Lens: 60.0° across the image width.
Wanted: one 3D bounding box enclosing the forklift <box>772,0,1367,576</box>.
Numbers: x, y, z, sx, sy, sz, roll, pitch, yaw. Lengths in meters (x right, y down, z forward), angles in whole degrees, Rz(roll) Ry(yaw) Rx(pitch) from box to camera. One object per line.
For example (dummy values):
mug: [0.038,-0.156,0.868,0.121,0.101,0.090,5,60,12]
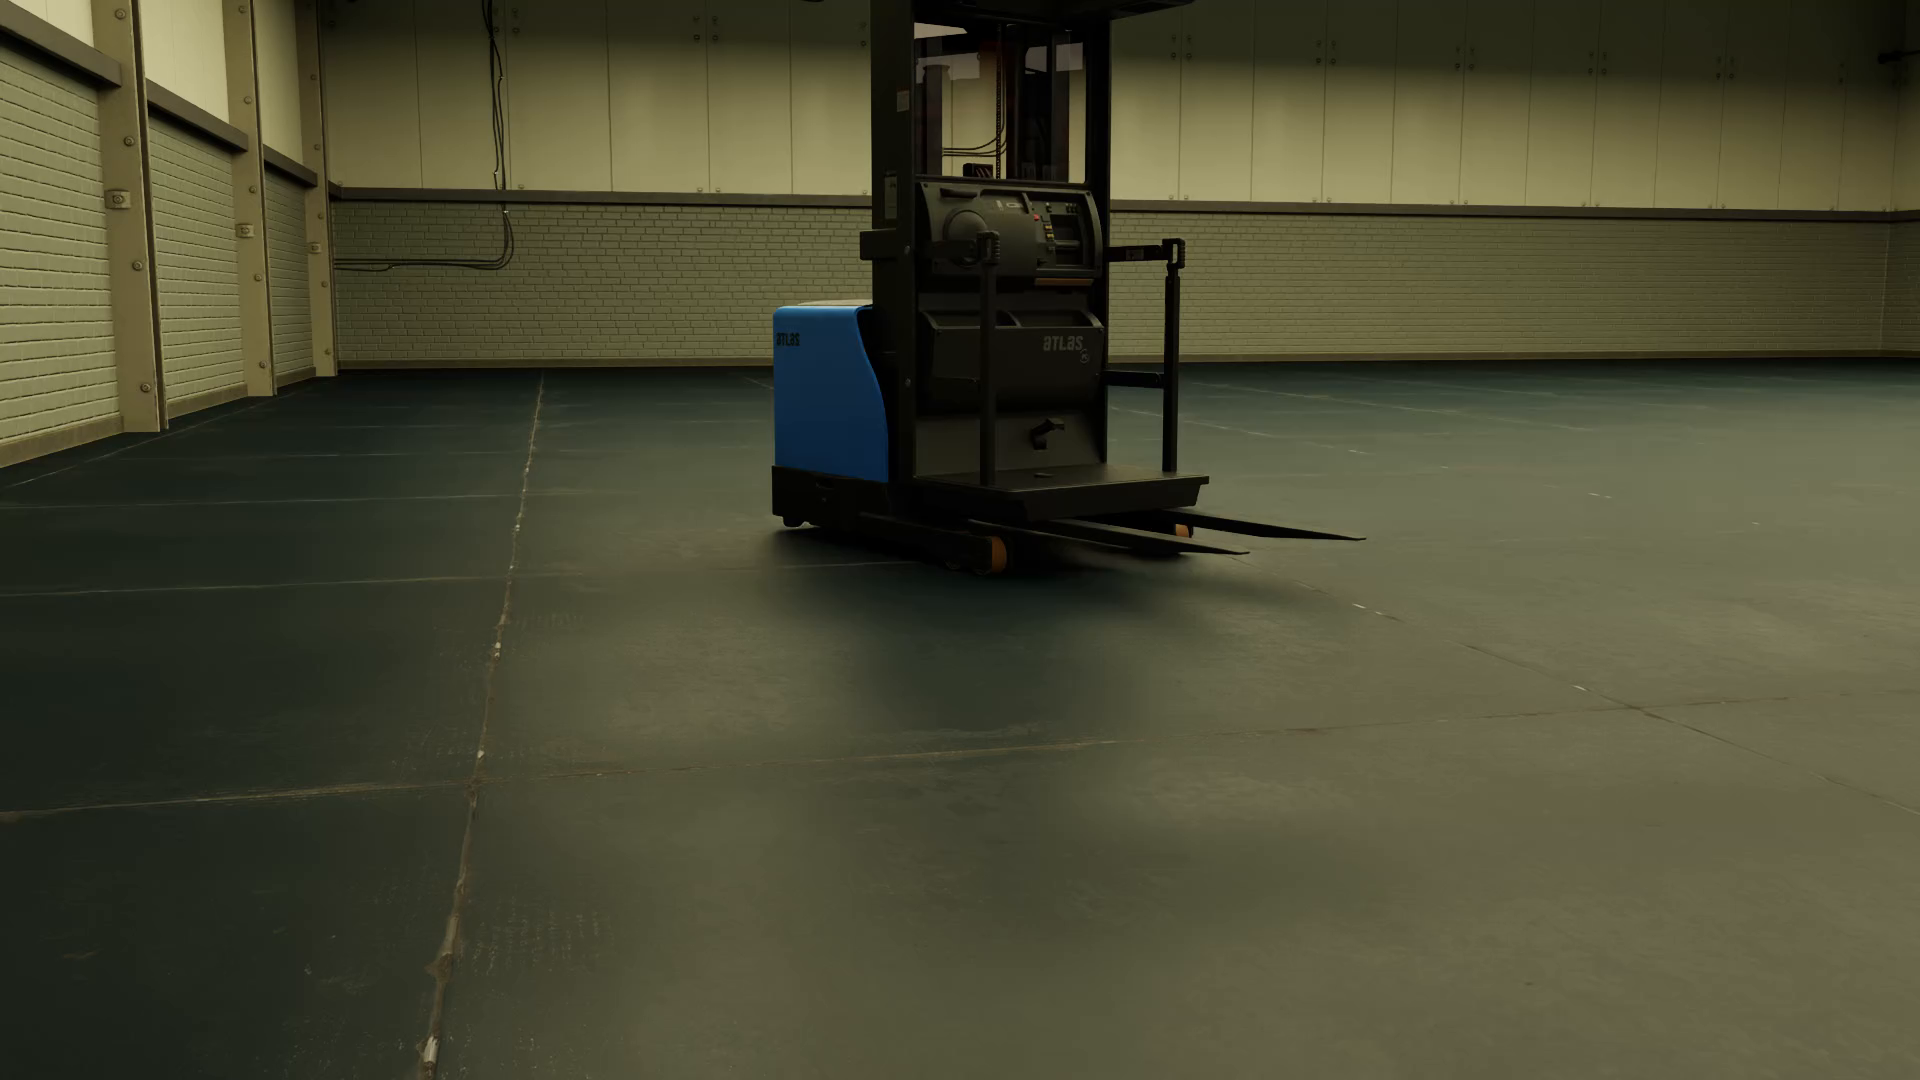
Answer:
forklift: [0.355,-1.383,7.015,1.130,2.935,3.031,-6,10,-35]
